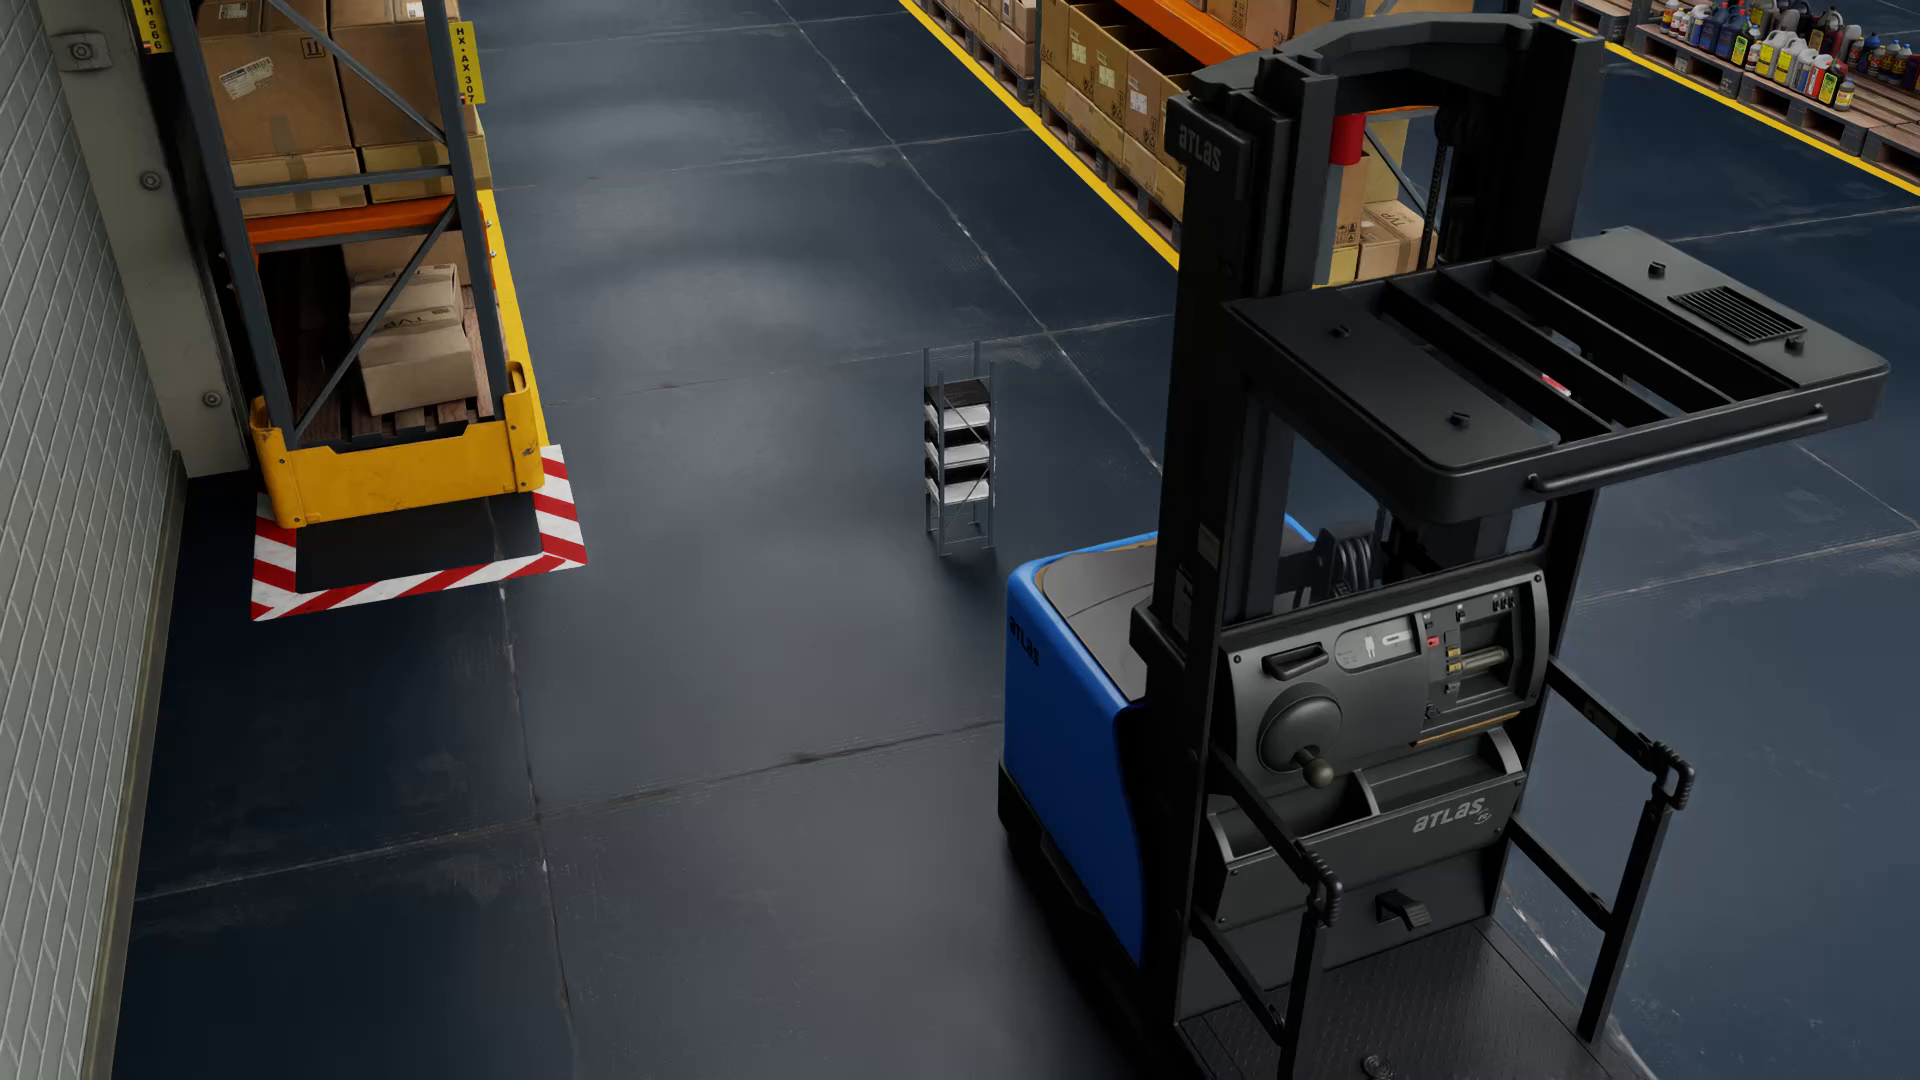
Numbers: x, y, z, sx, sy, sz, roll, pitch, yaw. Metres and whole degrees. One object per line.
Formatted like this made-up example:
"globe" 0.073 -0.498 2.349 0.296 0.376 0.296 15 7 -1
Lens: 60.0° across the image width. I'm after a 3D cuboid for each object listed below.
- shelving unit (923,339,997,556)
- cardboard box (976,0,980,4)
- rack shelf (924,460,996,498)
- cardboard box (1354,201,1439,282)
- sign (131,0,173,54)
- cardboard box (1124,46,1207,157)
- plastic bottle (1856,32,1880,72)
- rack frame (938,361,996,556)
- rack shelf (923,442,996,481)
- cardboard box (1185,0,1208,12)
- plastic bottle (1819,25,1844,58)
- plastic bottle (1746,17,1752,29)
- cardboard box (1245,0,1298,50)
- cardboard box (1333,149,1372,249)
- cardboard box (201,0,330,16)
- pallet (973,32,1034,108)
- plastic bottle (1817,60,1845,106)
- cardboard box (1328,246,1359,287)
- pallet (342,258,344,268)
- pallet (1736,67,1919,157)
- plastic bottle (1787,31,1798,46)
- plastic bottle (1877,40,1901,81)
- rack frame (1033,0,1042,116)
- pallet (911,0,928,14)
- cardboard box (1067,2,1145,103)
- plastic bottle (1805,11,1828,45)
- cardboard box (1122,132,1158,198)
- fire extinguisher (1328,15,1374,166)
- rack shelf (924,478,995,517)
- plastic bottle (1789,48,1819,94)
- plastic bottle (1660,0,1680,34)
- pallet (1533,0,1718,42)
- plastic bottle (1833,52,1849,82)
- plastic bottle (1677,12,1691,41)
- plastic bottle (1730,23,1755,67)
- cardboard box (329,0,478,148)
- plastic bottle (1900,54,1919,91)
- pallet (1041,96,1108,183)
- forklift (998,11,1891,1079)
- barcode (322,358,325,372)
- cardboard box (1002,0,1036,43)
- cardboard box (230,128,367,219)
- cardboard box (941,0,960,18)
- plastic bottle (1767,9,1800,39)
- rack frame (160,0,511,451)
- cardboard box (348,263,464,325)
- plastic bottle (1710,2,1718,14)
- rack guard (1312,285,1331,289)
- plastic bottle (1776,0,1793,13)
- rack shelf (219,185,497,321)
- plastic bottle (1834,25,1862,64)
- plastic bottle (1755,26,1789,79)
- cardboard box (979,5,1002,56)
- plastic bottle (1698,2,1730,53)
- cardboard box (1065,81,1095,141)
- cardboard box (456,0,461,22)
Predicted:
"shelving unit" -0.002 -0.380 7.008 0.258 0.900 0.210 -10 35 -15
"cardboard box" 0.306 -4.336 12.696 0.500 0.311 0.500 -10 35 -15
"rack shelf" -0.002 -0.277 7.076 0.258 0.077 0.200 -10 35 -15
"cardboard box" 2.285 -1.622 9.097 0.500 0.250 0.500 -10 35 -15
"sign" -3.014 -1.972 6.177 0.100 0.325 0.005 -10 35 -15
"cardboard box" 1.320 -2.633 9.946 0.500 0.500 0.500 -10 35 -15
"plastic bottle" 6.502 -3.494 11.893 0.097 0.271 0.097 0 33 0
"rack frame" 0.029 -0.326 6.928 0.240 0.900 0.006 -10 35 -15
"rack shelf" -0.002 -0.352 7.027 0.258 0.077 0.200 -10 35 -15
"cardboard box" 1.632 -3.376 9.548 0.700 0.500 0.500 -9 35 -13
"plastic bottle" 6.308 -3.592 12.030 0.061 0.283 0.133 -10 35 -15
"plastic bottle" 5.746 -3.702 12.207 0.097 0.271 0.097 0 33 0
"cardboard box" 1.942 -2.839 8.735 0.700 0.500 0.500 -9 35 -13
"cardboard box" 1.790 -1.847 8.758 0.500 0.500 0.500 -10 35 -15
"cardboard box" -2.970 -2.176 7.260 0.500 0.500 0.500 -10 35 -14
"pallet" 0.755 -3.592 12.494 1.003 0.211 1.213 -10 35 -15
"plastic bottle" 5.925 -3.105 11.293 0.061 0.283 0.133 -9 35 -14
"cardboard box" 1.792 -1.535 8.965 0.500 0.250 0.500 -10 35 -15
"pallet" -3.461 -2.030 10.131 1.003 0.211 1.213 -10 35 -15
"pallet" 6.276 -3.041 11.661 1.003 0.211 1.213 -10 35 -15
"plastic bottle" 5.907 -3.476 11.860 0.152 0.276 0.135 -10 35 -15
"plastic bottle" 6.564 -3.388 11.732 0.097 0.271 0.097 0 33 0
"rack frame" 1.017 -4.375 11.150 1.000 3.000 0.127 -10 35 -15
"pallet" 0.011 -4.873 14.433 1.003 0.211 1.213 -10 35 -15
"cardboard box" 1.020 -3.159 10.742 0.500 0.500 0.500 -10 35 -15
"plastic bottle" 6.354 -3.787 12.326 0.061 0.283 0.133 -8 34 -12
"cardboard box" 1.323 -2.320 10.154 0.500 0.250 0.500 -10 35 -15
"fire extinguisher" 1.831 -2.103 7.781 0.296 0.674 0.183 -10 35 -15
"rack shelf" -0.002 -0.202 7.126 0.258 0.077 0.200 -10 35 -15
"plastic bottle" 5.885 -3.253 11.524 0.152 0.276 0.135 -11 35 -16
"plastic bottle" 5.415 -4.010 12.674 0.097 0.271 0.097 0 33 0
"pallet" 5.459 -4.448 13.791 1.003 0.211 1.213 -10 35 -15
"plastic bottle" 6.028 -3.202 11.440 0.061 0.283 0.133 -10 35 -15
"plastic bottle" 5.477 -3.874 12.532 0.097 0.201 0.097 0 33 0
"plastic bottle" 5.655 -3.570 11.997 0.061 0.283 0.133 -9 34 -13
"cardboard box" -2.339 -2.000 6.993 0.500 0.500 0.500 -10 35 -15
"plastic bottle" 6.648 -3.282 11.562 0.061 0.283 0.133 -9 35 -14
"pallet" 1.220 -2.787 11.276 1.003 0.211 1.213 -10 35 -15
"forklift" 1.162 0.400 3.987 1.130 2.935 3.031 -13 36 -19
"barcode" -2.991 -0.826 7.811 0.001 0.075 0.075 -10 35 -15
"cardboard box" 0.621 -3.801 11.887 0.500 0.311 0.500 -10 35 -15
"cardboard box" -2.806 -1.599 7.066 0.500 0.250 0.500 -10 35 -14
"cardboard box" 0.152 -4.374 13.262 0.500 0.250 0.500 -9 35 -14
"plastic bottle" 6.132 -3.825 12.389 0.152 0.276 0.135 -10 35 -15
"rack frame" -2.479 -1.440 6.708 1.000 3.000 0.127 -10 35 -15
"cardboard box" -2.779 -1.179 8.354 0.500 0.311 0.500 -7 34 -11
"plastic bottle" 5.641 -3.868 12.448 0.061 0.283 0.133 -10 35 -15
"rack guard" 2.245 -1.219 8.642 1.175 0.500 0.348 -10 35 -15
"plastic bottle" 6.206 -3.995 12.578 0.144 0.351 0.185 -11 35 -16
"rack shelf" -3.089 -2.190 8.496 1.077 0.370 4.000 -10 35 -15
"plastic bottle" 6.409 -3.607 12.060 0.152 0.276 0.135 -9 35 -14
"plastic bottle" 5.774 -3.469 11.782 0.144 0.351 0.185 -10 35 -15
"cardboard box" 0.462 -3.838 12.450 0.500 0.250 0.500 -11 35 -15
"plastic bottle" 5.587 -3.791 12.270 0.144 0.351 0.185 -9 35 -13
"cardboard box" 1.017 -2.845 10.948 0.500 0.250 0.500 -10 35 -15
"cardboard box" -2.632 -2.533 7.801 0.500 0.500 0.500 -11 35 -16
